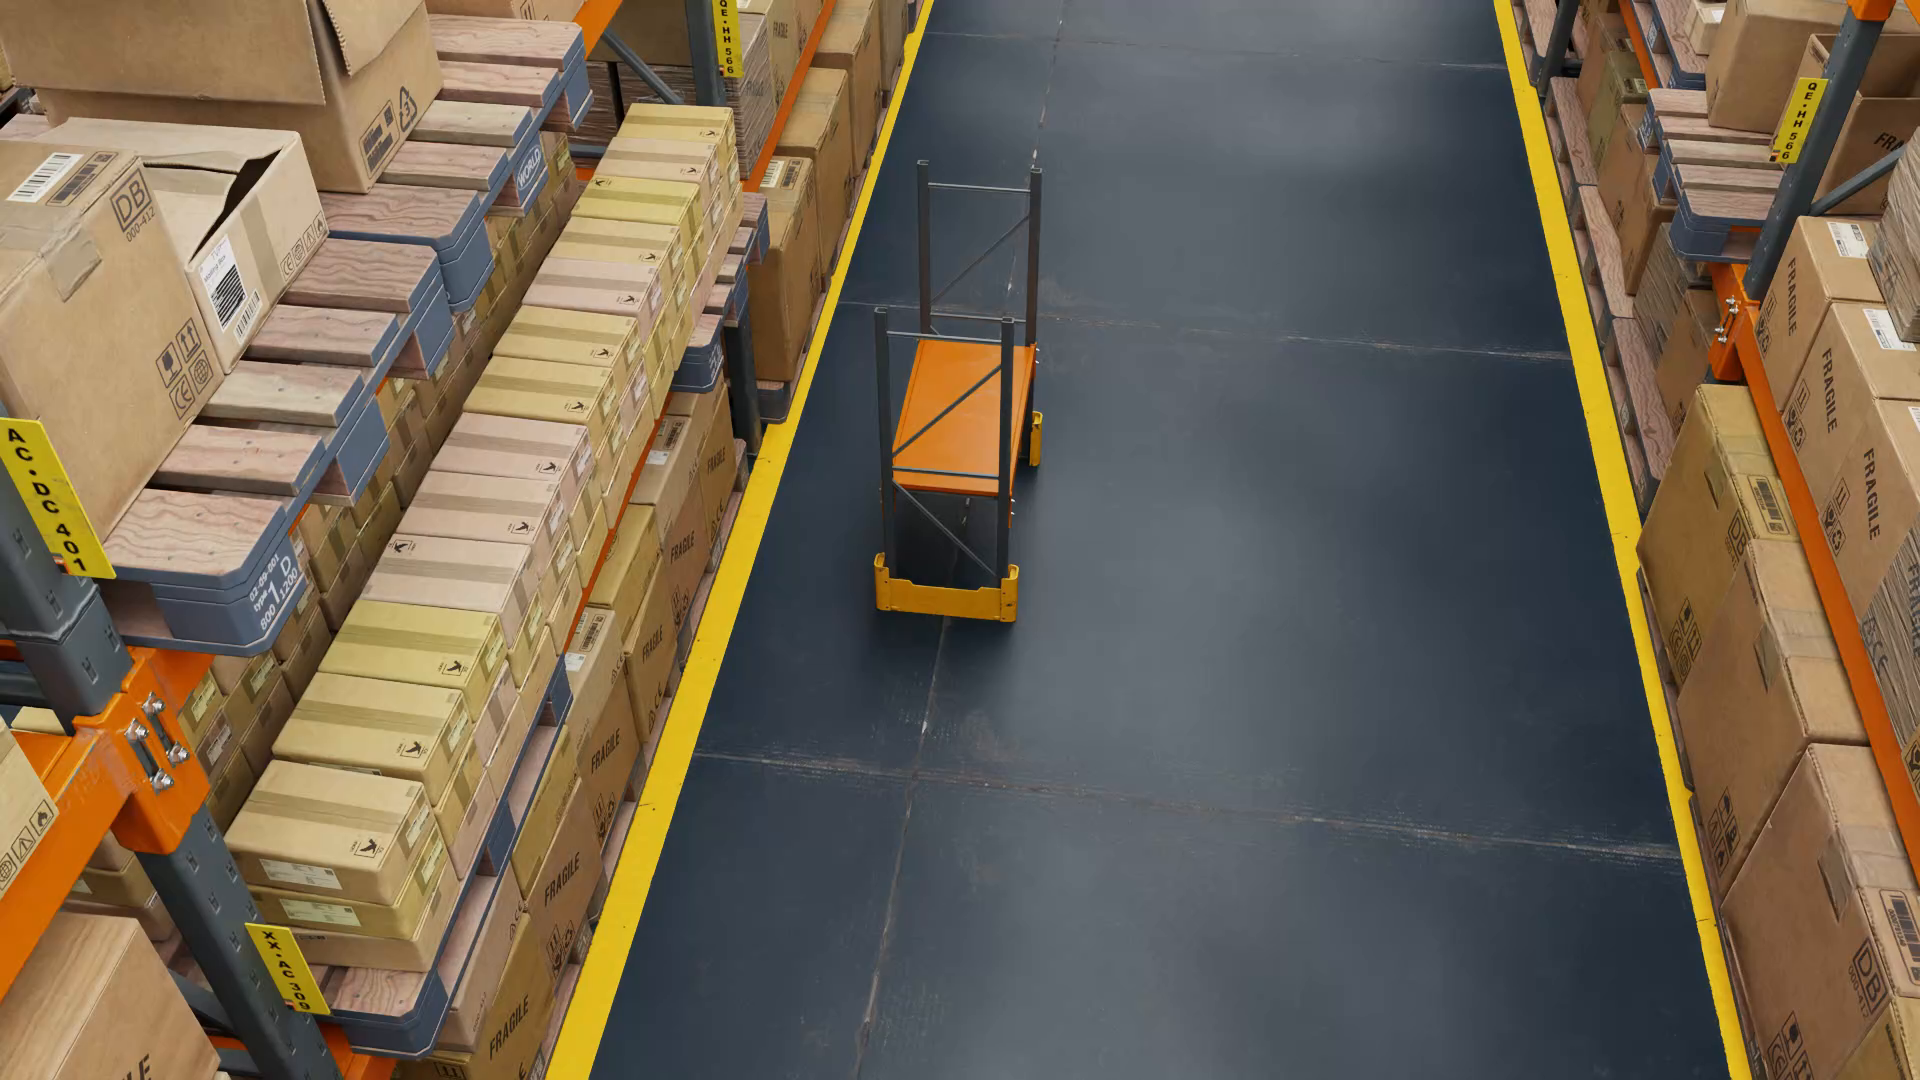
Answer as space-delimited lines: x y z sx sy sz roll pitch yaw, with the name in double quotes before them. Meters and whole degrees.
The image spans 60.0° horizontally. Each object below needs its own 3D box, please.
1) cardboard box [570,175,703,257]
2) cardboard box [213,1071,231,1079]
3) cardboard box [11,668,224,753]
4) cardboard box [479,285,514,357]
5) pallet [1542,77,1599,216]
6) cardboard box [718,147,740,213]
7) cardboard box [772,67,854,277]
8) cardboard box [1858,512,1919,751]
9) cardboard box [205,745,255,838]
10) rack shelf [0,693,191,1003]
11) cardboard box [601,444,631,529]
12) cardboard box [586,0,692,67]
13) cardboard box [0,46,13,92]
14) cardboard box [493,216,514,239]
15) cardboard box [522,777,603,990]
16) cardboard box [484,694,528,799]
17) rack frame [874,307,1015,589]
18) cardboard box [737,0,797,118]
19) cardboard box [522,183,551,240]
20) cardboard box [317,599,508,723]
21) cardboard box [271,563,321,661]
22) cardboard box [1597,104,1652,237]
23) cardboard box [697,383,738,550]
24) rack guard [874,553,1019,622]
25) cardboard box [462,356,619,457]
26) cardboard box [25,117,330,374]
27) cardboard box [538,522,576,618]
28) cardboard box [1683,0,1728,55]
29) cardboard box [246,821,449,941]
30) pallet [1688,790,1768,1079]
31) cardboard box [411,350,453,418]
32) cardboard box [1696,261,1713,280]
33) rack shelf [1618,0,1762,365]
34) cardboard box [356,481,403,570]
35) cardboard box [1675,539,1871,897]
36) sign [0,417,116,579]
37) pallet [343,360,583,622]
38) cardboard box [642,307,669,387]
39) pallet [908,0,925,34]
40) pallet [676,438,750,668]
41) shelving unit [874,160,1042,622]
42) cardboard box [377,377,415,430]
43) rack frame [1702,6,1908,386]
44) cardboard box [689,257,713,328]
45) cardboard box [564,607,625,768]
"cardboard box" -1.101 -1.106 5.681 0.380 0.149 0.250 6 44 7
"cardboard box" -1.733 1.383 3.319 0.500 0.500 0.500 5 44 6
"cardboard box" -2.055 0.420 4.069 0.380 0.149 0.250 4 44 4
"cardboard box" -1.784 -0.778 5.767 0.380 0.149 0.250 7 44 7
"pallet" 3.910 -2.217 9.438 1.003 0.211 1.213 5 44 6
"cardboard box" -1.034 -1.345 6.150 0.380 0.149 0.250 6 44 6
"cardboard box" -1.138 -1.893 8.398 1.050 0.750 0.750 6 44 6
"cardboard box" 2.951 0.278 4.703 0.500 0.500 0.500 5 44 6
"cardboard box" -2.059 0.645 4.265 0.380 0.149 0.250 5 44 6
"rack shelf" -2.213 1.707 1.607 1.077 0.370 4.000 5 44 6
"cardboard box" -1.237 -0.178 5.133 0.380 0.149 0.250 3 44 4
"cardboard box" -1.351 -2.259 6.654 0.700 0.500 0.500 5 44 5
"cardboard box" -5.970 -3.012 9.855 0.950 0.372 0.625 8 44 8
"cardboard box" -1.743 -1.184 5.763 0.380 0.149 0.250 5 44 5
"cardboard box" -1.520 1.087 5.433 0.500 0.500 0.500 7 44 7
"cardboard box" -1.373 0.525 4.392 0.380 0.149 0.250 6 44 6
"rack frame" -0.056 -0.256 6.430 0.500 1.500 0.032 5 44 6
"cardboard box" -1.029 -2.219 7.339 0.500 0.500 0.500 5 44 5
"cardboard box" -1.717 -1.227 6.025 0.380 0.149 0.250 7 44 8
"cardboard box" -1.374 0.303 4.193 0.380 0.149 0.250 6 44 6
"cardboard box" -1.991 0.178 4.541 0.380 0.149 0.250 4 44 4
"cardboard box" 3.754 -1.891 8.564 0.700 0.500 0.500 2 43 2
"cardboard box" -1.248 -0.327 6.926 0.500 0.500 0.500 5 44 5
"rack guard" -0.056 0.197 6.860 0.587 0.250 0.087 5 44 6
"cardboard box" -1.239 -0.397 4.933 0.380 0.149 0.250 6 44 7
"cardboard box" -1.625 -0.618 3.299 0.500 0.311 0.500 5 44 5
"cardboard box" -1.308 0.062 4.664 0.380 0.149 0.250 7 44 7
"cardboard box" 3.436 -2.299 7.289 0.396 0.266 0.258 4 44 4
"cardboard box" -1.441 0.776 3.910 0.380 0.149 0.250 6 44 6
"pallet" 3.140 1.338 5.684 1.003 0.211 1.213 5 44 6
"cardboard box" -1.852 -0.534 5.294 0.380 0.149 0.250 5 44 5
"cardboard box" 3.602 -1.381 7.479 0.500 0.250 0.500 10 44 10
"rack shelf" 3.747 -2.136 7.848 1.077 0.370 4.000 5 44 6
"cardboard box" -1.924 -0.066 5.015 0.380 0.149 0.250 7 44 7
"cardboard box" 3.246 0.660 5.611 1.225 0.875 0.875 5 44 6
"sign" -1.410 -0.061 2.575 0.100 0.325 0.005 5 44 6
"pallet" -1.641 -0.132 5.347 1.003 0.211 1.213 5 44 6
"cardboard box" -1.169 -0.644 5.409 0.380 0.149 0.250 5 44 5
"pallet" -0.713 -3.779 11.087 1.003 0.211 1.213 5 44 6
"pallet" -1.525 -0.009 7.106 1.003 0.211 1.213 5 44 6
"shelving unit" 0.010 -0.597 6.789 0.587 1.500 1.083 5 44 6
"cardboard box" -1.882 -0.469 5.008 0.380 0.149 0.250 5 44 5
"rack frame" 3.483 -1.034 6.161 1.000 3.000 0.127 5 44 6
"cardboard box" -1.098 -0.893 5.889 0.380 0.149 0.250 6 44 6
"cardboard box" -1.450 0.465 5.545 0.500 0.250 0.500 7 44 7
